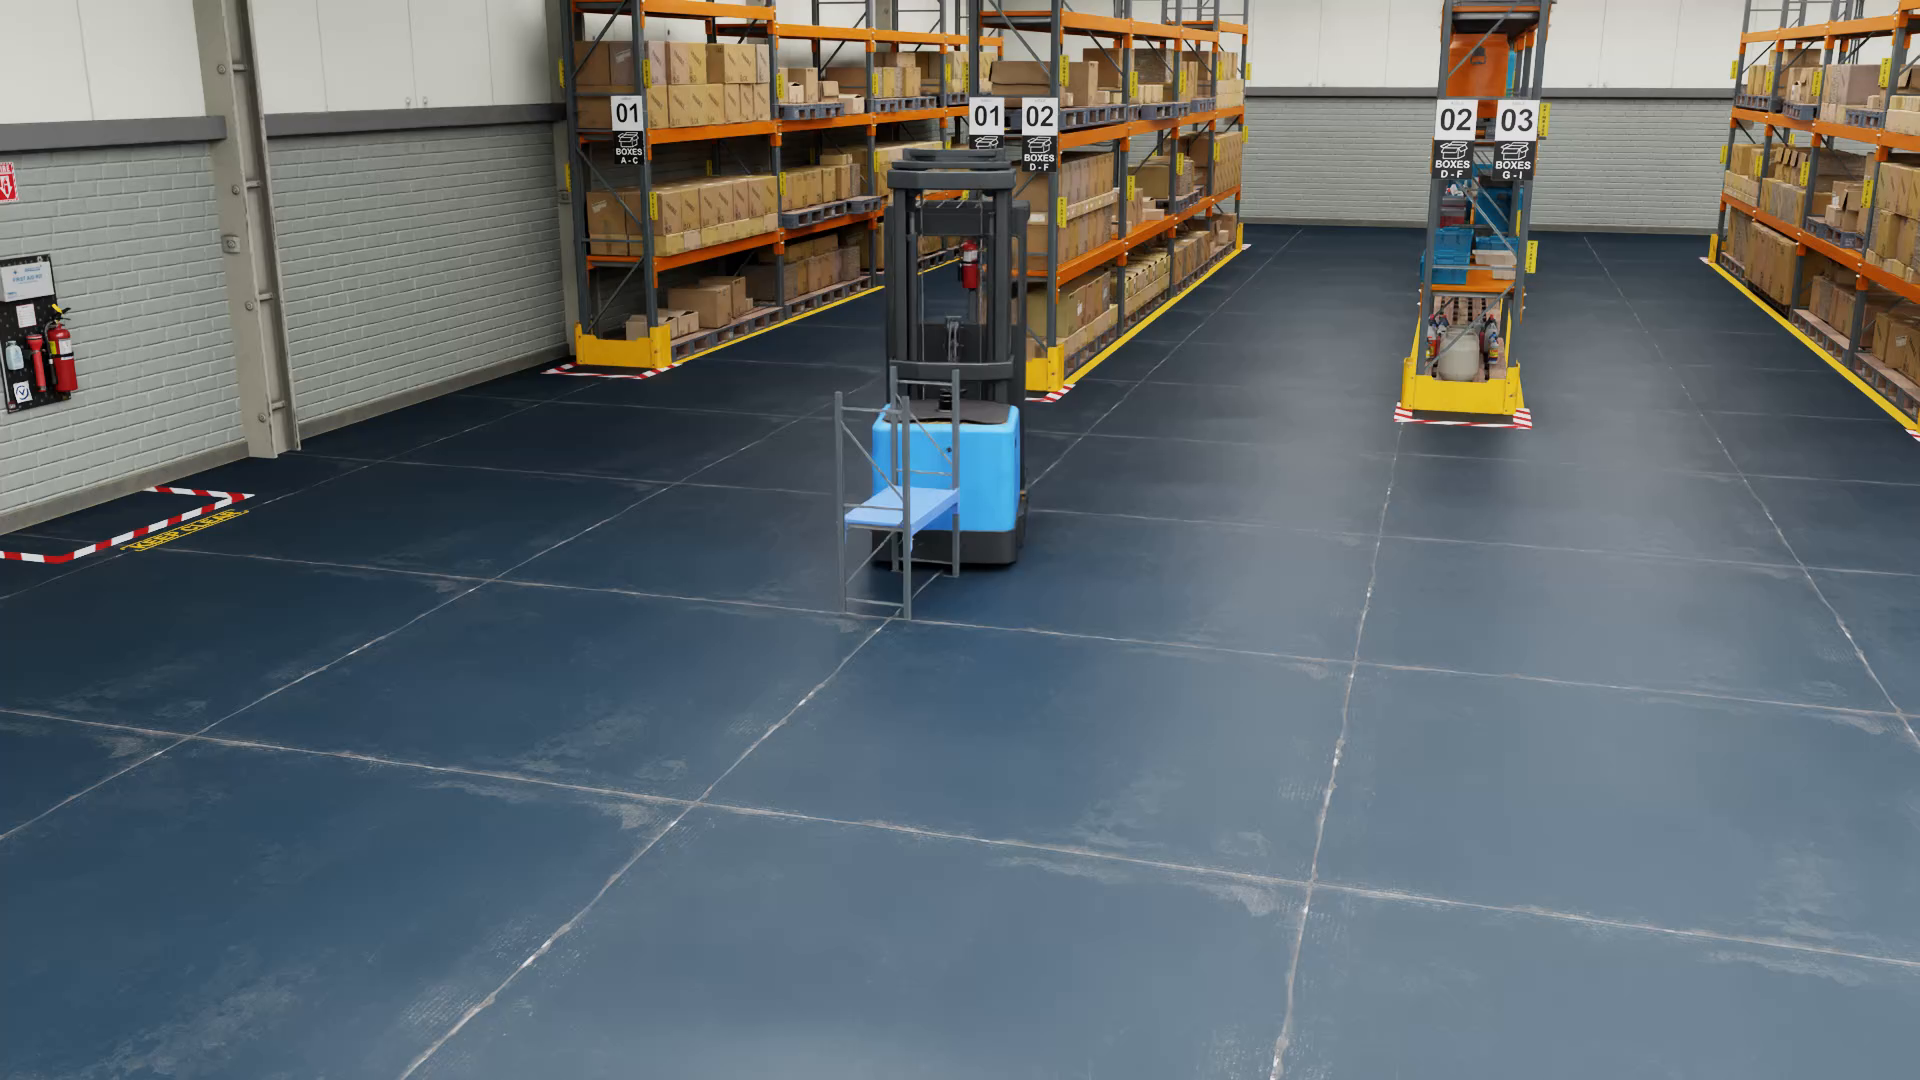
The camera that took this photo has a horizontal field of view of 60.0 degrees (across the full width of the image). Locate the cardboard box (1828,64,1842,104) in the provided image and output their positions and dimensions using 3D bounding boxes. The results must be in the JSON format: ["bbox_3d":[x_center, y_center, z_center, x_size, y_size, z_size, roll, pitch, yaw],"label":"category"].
[{"bbox_3d":[11.836,-6.025,21.979,0.500,0.500,0.500,5,17,16],"label":"cardboard box"}]

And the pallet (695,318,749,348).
[{"bbox_3d":[-3.522,-2.795,22.296,1.003,0.211,1.213,5,16,16],"label":"pallet"}]

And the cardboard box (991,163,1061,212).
[{"bbox_3d":[0.753,-4.012,18.918,0.700,0.500,0.500,5,16,16],"label":"cardboard box"}]

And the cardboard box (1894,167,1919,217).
[{"bbox_3d":[10.572,-3.795,18.152,0.500,0.500,0.500,5,16,16],"label":"cardboard box"}]

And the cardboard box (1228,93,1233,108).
[{"bbox_3d":[4.807,-8.216,31.076,0.500,0.250,0.500,5,16,16],"label":"cardboard box"}]

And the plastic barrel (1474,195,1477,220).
[{"bbox_3d":[7.292,-4.470,22.844,0.433,0.535,0.433,0,16,0],"label":"plastic barrel"}]

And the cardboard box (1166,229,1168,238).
[{"bbox_3d":[3.348,-5.345,28.578,0.500,0.250,0.500,5,16,16],"label":"cardboard box"}]

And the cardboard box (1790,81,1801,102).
[{"bbox_3d":[13.102,-6.898,25.548,0.500,0.311,0.500,4,16,14],"label":"cardboard box"}]

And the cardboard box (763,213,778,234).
[{"bbox_3d":[-2.864,-4.425,23.171,0.500,0.250,0.500,5,16,16],"label":"cardboard box"}]

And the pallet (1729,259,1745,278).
[{"bbox_3d":[14.136,-4.747,29.179,1.003,0.211,1.213,5,16,16],"label":"pallet"}]

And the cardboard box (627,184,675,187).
[{"bbox_3d":[10.083,-5.307,24.195,26.022,0.889,13.577,4,16,14],"label":"cardboard box"}]

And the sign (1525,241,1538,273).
[{"bbox_3d":[5.868,-2.910,17.083,0.100,0.325,0.005,5,16,16],"label":"sign"}]

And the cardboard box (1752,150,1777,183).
[{"bbox_3d":[13.375,-6.148,27.364,0.500,0.500,0.500,5,17,17],"label":"cardboard box"}]

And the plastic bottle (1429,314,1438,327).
[{"bbox_3d":[5.851,-2.625,20.635,0.144,0.351,0.185,5,17,17],"label":"plastic bottle"}]

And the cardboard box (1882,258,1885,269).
[{"bbox_3d":[10.687,-3.131,18.830,0.380,0.149,0.250,5,16,16],"label":"cardboard box"}]

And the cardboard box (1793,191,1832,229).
[{"bbox_3d":[12.266,-4.725,23.809,0.500,0.500,0.500,5,17,18],"label":"cardboard box"}]

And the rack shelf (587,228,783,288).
[{"bbox_3d":[-3.589,-3.766,21.927,1.077,0.370,4.000,5,16,16],"label":"rack shelf"}]

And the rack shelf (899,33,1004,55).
[{"bbox_3d":[-0.179,-9.599,32.231,1.077,0.370,4.000,5,16,16],"label":"rack shelf"}]

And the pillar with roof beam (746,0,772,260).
[{"bbox_3d":[1.045,-7.961,24.405,9.100,9.000,0.400,5,16,16],"label":"pillar with roof beam"}]

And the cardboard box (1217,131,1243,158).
[{"bbox_3d":[5.277,-7.783,32.755,0.500,0.500,0.500,4,16,15],"label":"cardboard box"}]

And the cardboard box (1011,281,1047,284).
[{"bbox_3d":[0.874,-3.002,20.812,0.500,0.500,0.500,5,16,16],"label":"cardboard box"}]

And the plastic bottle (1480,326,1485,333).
[{"bbox_3d":[6.320,-2.447,20.132,0.061,0.283,0.133,5,16,16],"label":"plastic bottle"}]

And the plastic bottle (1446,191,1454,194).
[{"bbox_3d":[7.992,-5.566,27.184,0.152,0.276,0.135,5,16,16],"label":"plastic bottle"}]

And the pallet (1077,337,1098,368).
[{"bbox_3d":[1.119,-2.385,20.852,1.003,0.211,1.213,5,16,16],"label":"pallet"}]

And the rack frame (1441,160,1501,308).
[{"bbox_3d":[7.615,-4.913,24.654,1.000,3.000,0.127,5,16,16],"label":"rack frame"}]

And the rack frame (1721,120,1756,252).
[{"bbox_3d":[14.640,-6.622,30.678,0.949,2.616,0.053,5,16,16],"label":"rack frame"}]

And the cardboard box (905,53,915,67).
[{"bbox_3d":[-1.123,-8.571,29.691,0.500,0.250,0.500,6,17,20],"label":"cardboard box"}]

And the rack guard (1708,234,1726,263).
[{"bbox_3d":[14.644,-5.426,31.042,1.175,0.500,0.348,5,16,16],"label":"rack guard"}]

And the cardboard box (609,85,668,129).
[{"bbox_3d":[-3.822,-5.157,19.798,0.500,0.500,0.500,5,17,17],"label":"cardboard box"}]

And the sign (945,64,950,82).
[{"bbox_3d":[-0.224,-8.532,30.390,0.100,0.325,0.005,5,16,16],"label":"sign"}]

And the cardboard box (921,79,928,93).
[{"bbox_3d":[-0.777,-8.546,31.288,0.500,0.250,0.500,5,17,16],"label":"cardboard box"}]

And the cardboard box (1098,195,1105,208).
[{"bbox_3d":[1.640,-4.322,21.198,0.380,0.149,0.250,5,16,16],"label":"cardboard box"}]

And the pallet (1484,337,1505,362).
[{"bbox_3d":[6.247,-2.353,20.737,1.003,0.211,1.213,5,16,16],"label":"pallet"}]

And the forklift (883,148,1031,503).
[{"bbox_3d":[-0.011,-1.591,13.067,1.121,2.935,3.031,1,16,4],"label":"forklift"}]

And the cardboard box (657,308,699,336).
[{"bbox_3d":[-3.712,-2.830,21.430,0.500,0.311,0.500,6,17,20],"label":"cardboard box"}]

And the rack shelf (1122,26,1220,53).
[{"bbox_3d":[3.435,-8.169,27.191,1.077,0.370,4.000,5,16,16],"label":"rack shelf"}]

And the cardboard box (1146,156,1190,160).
[{"bbox_3d":[3.654,-6.488,29.255,0.700,0.500,0.500,-1,16,-3],"label":"cardboard box"}]

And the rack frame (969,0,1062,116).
[{"bbox_3d":[0.593,-6.091,17.814,1.000,3.000,0.127,5,16,16],"label":"rack frame"}]

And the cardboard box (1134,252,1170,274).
[{"bbox_3d":[2.954,-4.291,25.703,0.500,0.311,0.500,5,17,17],"label":"cardboard box"}]

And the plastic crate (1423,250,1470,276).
[{"bbox_3d":[5.387,-3.072,18.436,0.499,0.251,0.408,5,16,16],"label":"plastic crate"}]

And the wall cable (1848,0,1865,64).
[{"bbox_3d":[19.549,-12.268,33.695,2.277,5.999,0.120,5,16,16],"label":"wall cable"}]

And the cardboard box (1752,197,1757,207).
[{"bbox_3d":[13.273,-5.560,27.395,0.380,0.149,0.250,5,17,16],"label":"cardboard box"}]

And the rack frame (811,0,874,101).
[{"bbox_3d":[-1.884,-8.568,26.544,1.000,3.000,0.127,5,16,16],"label":"rack frame"}]

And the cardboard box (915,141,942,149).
[{"bbox_3d":[-0.635,-7.147,30.392,0.500,0.250,0.500,5,17,17],"label":"cardboard box"}]

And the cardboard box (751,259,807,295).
[{"bbox_3d":[-2.729,-3.977,25.128,0.700,0.500,0.500,4,16,15],"label":"cardboard box"}]

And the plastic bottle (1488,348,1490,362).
[{"bbox_3d":[6.185,-2.163,19.280,0.097,0.201,0.097,0,16,0],"label":"plastic bottle"}]

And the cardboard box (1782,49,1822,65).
[{"bbox_3d":[13.774,-7.923,27.259,0.500,0.250,0.500,4,16,12],"label":"cardboard box"}]

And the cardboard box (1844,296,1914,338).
[{"bbox_3d":[11.576,-2.774,20.887,0.700,0.500,0.500,5,16,16],"label":"cardboard box"}]

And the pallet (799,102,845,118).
[{"bbox_3d":[-2.451,-6.412,24.787,1.213,0.211,1.003,5,16,16],"label":"pallet"}]

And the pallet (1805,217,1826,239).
[{"bbox_3d":[12.263,-4.242,22.640,1.213,0.211,1.003,5,16,16],"label":"pallet"}]

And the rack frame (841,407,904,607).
[{"bbox_3d":[-0.561,-0.208,10.814,0.475,1.308,0.013,5,17,17],"label":"rack frame"}]

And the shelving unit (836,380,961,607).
[{"bbox_3d":[-0.405,-0.340,11.280,0.538,1.308,1.030,5,17,17],"label":"shelving unit"}]

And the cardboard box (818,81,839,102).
[{"bbox_3d":[-2.341,-6.852,25.766,0.797,0.503,0.637,7,17,24],"label":"cardboard box"}]

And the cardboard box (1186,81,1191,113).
[{"bbox_3d":[3.251,-7.176,26.951,0.910,0.500,0.500,5,16,16],"label":"cardboard box"}]
